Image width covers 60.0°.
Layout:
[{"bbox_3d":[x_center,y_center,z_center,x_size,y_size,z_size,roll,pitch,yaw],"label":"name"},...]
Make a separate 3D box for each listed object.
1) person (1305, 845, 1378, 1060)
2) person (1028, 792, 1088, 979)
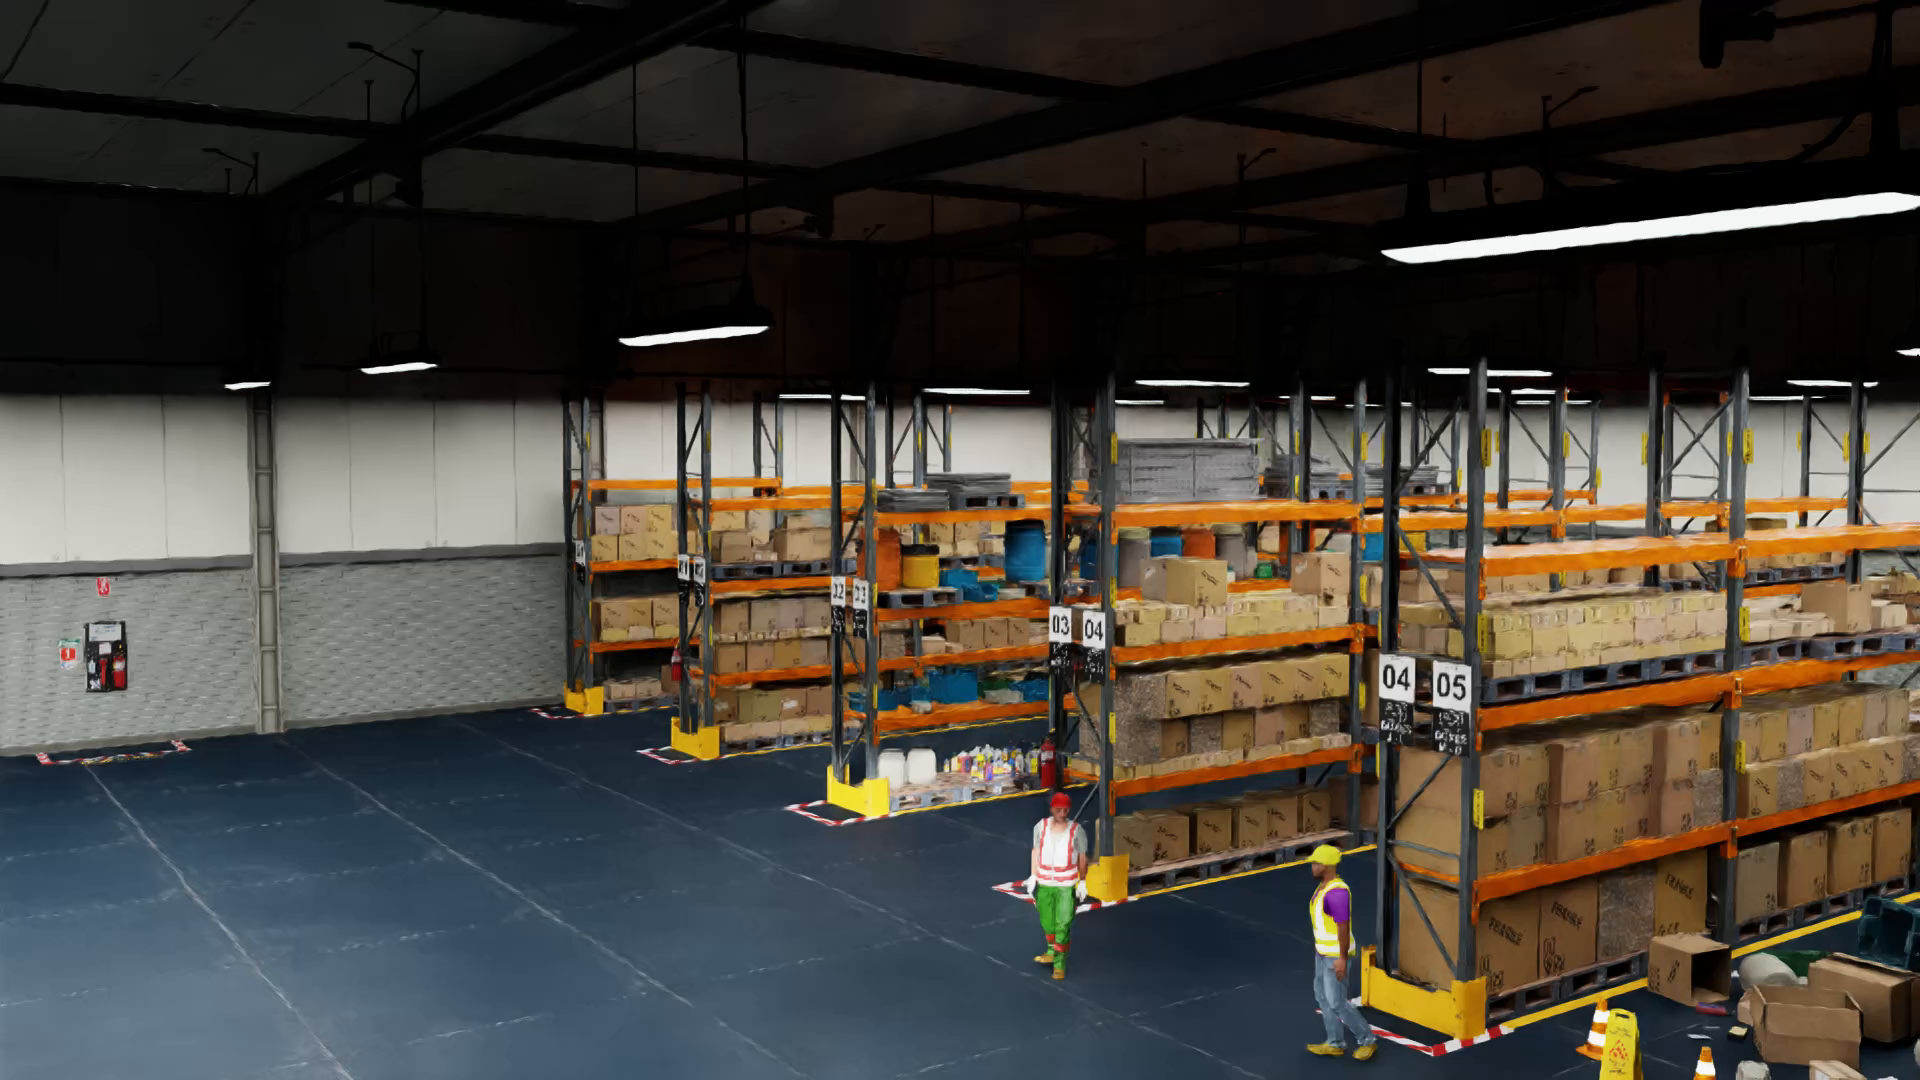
[{"bbox_3d":[3.161,3.408,13.772,0.579,1.753,0.610,0,4,1],"label":"person"},{"bbox_3d":[0.944,3.260,15.911,0.579,1.775,0.567,1,4,20],"label":"person"}]
